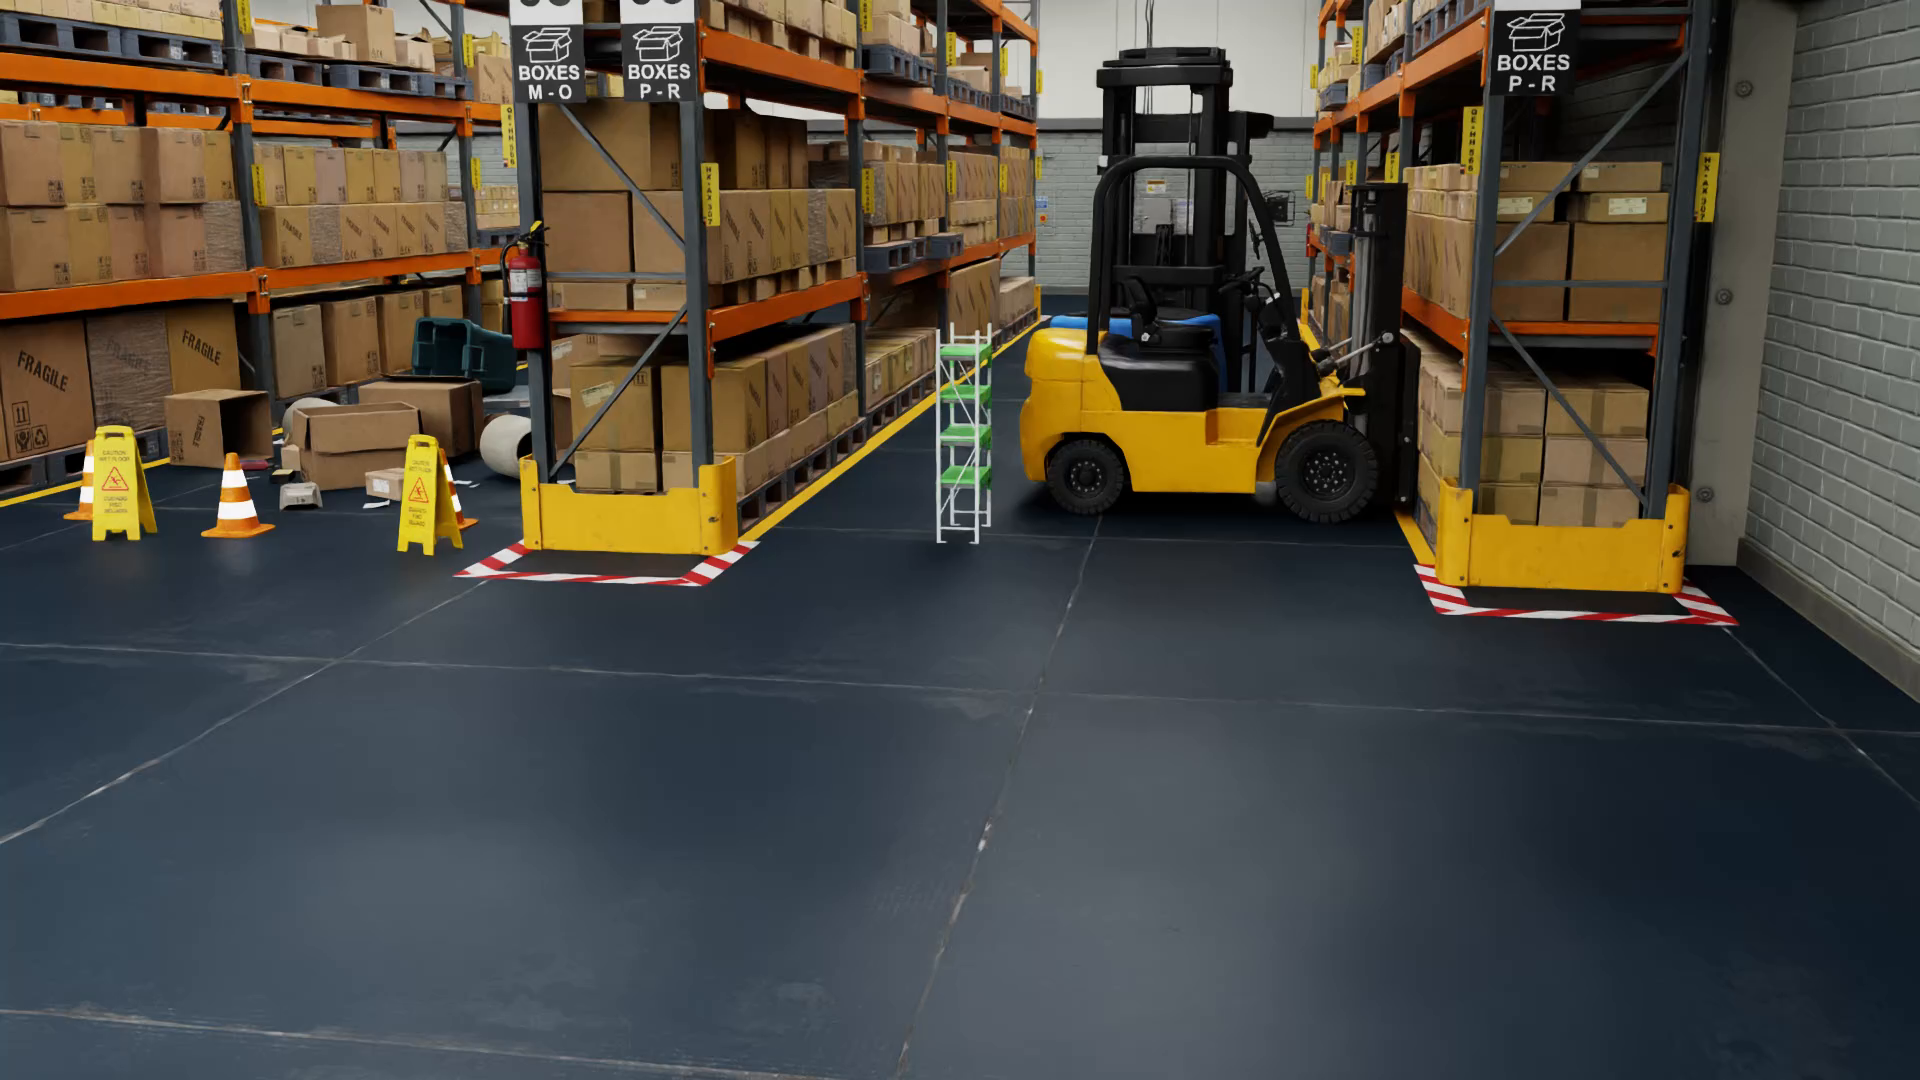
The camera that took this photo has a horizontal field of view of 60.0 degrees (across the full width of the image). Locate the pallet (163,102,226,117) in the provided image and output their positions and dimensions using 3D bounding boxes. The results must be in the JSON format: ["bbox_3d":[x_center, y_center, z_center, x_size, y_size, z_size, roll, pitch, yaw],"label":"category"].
[{"bbox_3d":[-9.895,-5.417,20.845,0.805,0.209,1.217,1,12,6],"label":"pallet"}]

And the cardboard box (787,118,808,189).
[{"bbox_3d":[-1.523,-2.849,12.277,0.700,0.500,0.500,2,12,8],"label":"cardboard box"}]

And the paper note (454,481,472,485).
[{"bbox_3d":[-3.399,-0.394,11.278,0.148,0.019,0.142,7,14,28],"label":"paper note"}]

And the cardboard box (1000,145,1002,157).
[{"bbox_3d":[0.317,-4.882,20.876,0.380,0.149,0.250,2,12,9],"label":"cardboard box"}]

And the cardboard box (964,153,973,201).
[{"bbox_3d":[-0.147,-3.927,17.982,0.500,0.500,0.500,2,12,10],"label":"cardboard box"}]

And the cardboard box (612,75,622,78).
[{"bbox_3d":[-4.559,-5.996,21.299,0.380,0.149,0.250,1,12,6],"label":"cardboard box"}]

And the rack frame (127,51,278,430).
[{"bbox_3d":[-6.148,-2.390,13.464,1.000,3.000,0.127,2,12,9],"label":"rack frame"}]

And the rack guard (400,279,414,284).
[{"bbox_3d":[-9.184,-3.853,26.185,1.175,0.500,0.348,2,12,9],"label":"rack guard"}]

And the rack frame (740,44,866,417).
[{"bbox_3d":[-1.241,-2.251,12.817,1.000,3.000,0.127,2,12,9],"label":"rack frame"}]

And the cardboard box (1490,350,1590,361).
[{"bbox_3d":[3.556,-1.016,10.245,0.500,0.250,0.500,2,12,8],"label":"cardboard box"}]

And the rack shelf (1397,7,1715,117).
[{"bbox_3d":[3.356,-2.789,9.902,1.077,0.370,4.000,2,12,9],"label":"rack shelf"}]

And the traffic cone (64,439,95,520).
[{"bbox_3d":[-5.278,-0.382,10.167,0.336,0.463,0.334,2,12,9],"label":"traffic cone"}]

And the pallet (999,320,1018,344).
[{"bbox_3d":[0.183,-2.709,21.561,1.003,0.211,1.213,2,12,9],"label":"pallet"}]

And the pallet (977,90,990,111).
[{"bbox_3d":[-0.103,-5.096,19.356,0.805,0.209,1.217,1,12,6],"label":"pallet"}]

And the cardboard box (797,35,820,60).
[{"bbox_3d":[-1.161,-3.305,11.185,0.380,0.149,0.250,2,12,10],"label":"cardboard box"}]

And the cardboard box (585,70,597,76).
[{"bbox_3d":[-4.634,-5.940,21.041,0.380,0.149,0.250,2,12,8],"label":"cardboard box"}]

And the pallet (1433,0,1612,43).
[{"bbox_3d":[3.368,-3.082,9.765,1.003,0.211,1.213,2,12,9],"label":"pallet"}]

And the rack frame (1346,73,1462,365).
[{"bbox_3d":[4.279,-2.923,15.938,1.000,3.000,0.127,2,12,9],"label":"rack frame"}]

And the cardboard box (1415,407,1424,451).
[{"bbox_3d":[2.961,-0.687,9.905,0.500,0.250,0.500,2,12,7],"label":"cardboard box"}]

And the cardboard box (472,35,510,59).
[{"bbox_3d":[-5.119,-5.349,18.020,0.396,0.266,0.258,2,12,9],"label":"cardboard box"}]

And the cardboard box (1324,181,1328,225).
[{"bbox_3d":[4.599,-3.917,19.313,0.700,0.500,0.500,2,12,10],"label":"cardboard box"}]

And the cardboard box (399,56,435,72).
[{"bbox_3d":[-5.408,-4.697,16.370,0.380,0.166,0.250,2,12,9],"label":"cardboard box"}]

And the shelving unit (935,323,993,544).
[{"bbox_3d":[0.025,-0.621,9.527,0.258,1.200,0.503,2,12,9],"label":"shelving unit"}]

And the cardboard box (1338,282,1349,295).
[{"bbox_3d":[4.610,-2.930,19.367,0.380,0.149,0.250,2,12,7],"label":"cardboard box"}]

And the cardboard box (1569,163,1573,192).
[{"bbox_3d":[3.412,-1.941,8.898,0.380,0.149,0.250,2,12,10],"label":"cardboard box"}]

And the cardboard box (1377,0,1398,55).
[{"bbox_3d":[3.770,-4.338,13.910,0.500,0.500,0.500,2,12,10],"label":"cardboard box"}]

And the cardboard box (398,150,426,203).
[{"bbox_3d":[-5.688,-3.562,16.291,0.700,0.500,0.500,2,12,8],"label":"cardboard box"}]

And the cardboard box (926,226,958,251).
[{"bbox_3d":[-0.302,-3.104,17.131,0.500,0.250,0.500,2,12,8],"label":"cardboard box"}]

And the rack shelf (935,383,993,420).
[{"bbox_3d":[0.025,-0.793,9.490,0.258,0.148,0.480,2,12,9],"label":"rack shelf"}]

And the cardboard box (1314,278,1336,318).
[{"bbox_3d":[5.152,-3.271,22.488,0.700,0.500,0.500,2,12,11],"label":"cardboard box"}]

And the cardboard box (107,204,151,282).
[{"bbox_3d":[-6.455,-2.162,12.051,0.875,0.550,0.550,2,12,9],"label":"cardboard box"}]

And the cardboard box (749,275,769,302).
[{"bbox_3d":[-1.370,-1.516,10.005,0.380,0.149,0.250,2,12,10],"label":"cardboard box"}]

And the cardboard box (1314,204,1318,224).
[{"bbox_3d":[5.021,-4.364,22.275,0.500,0.250,0.500,2,12,8],"label":"cardboard box"}]

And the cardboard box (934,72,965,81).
[{"bbox_3d":[-0.154,-5.075,18.360,0.380,0.166,0.250,3,13,13],"label":"cardboard box"}]

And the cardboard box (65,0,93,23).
[{"bbox_3d":[-6.122,-3.584,11.245,0.380,0.149,0.250,2,12,8],"label":"cardboard box"}]

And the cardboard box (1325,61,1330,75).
[{"bbox_3d":[4.415,-5.451,19.203,0.380,0.149,0.250,2,12,10],"label":"cardboard box"}]

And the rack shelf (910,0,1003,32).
[{"bbox_3d":[-0.319,-5.885,18.098,1.077,0.370,4.000,2,12,9],"label":"rack shelf"}]

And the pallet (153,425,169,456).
[{"bbox_3d":[-6.342,-0.871,13.035,1.003,0.211,1.213,2,12,9],"label":"pallet"}]

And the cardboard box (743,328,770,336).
[{"bbox_3d":[-1.670,-1.253,11.935,0.500,0.500,0.500,2,12,11],"label":"cardboard box"}]

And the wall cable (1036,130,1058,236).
[{"bbox_3d":[1.448,-6.435,29.748,0.585,1.953,0.123,2,12,9],"label":"wall cable"}]

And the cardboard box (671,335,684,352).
[{"bbox_3d":[-1.959,-1.269,10.471,0.380,0.149,0.250,2,12,10],"label":"cardboard box"}]

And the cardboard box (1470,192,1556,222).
[{"bbox_3d":[2.825,-1.705,8.509,0.380,0.149,0.250,2,12,9],"label":"cardboard box"}]

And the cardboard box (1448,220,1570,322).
[{"bbox_3d":[2.865,-1.418,8.715,0.500,0.500,0.500,2,12,7],"label":"cardboard box"}]

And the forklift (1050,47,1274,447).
[{"bbox_3d":[1.711,-2.188,12.689,1.130,2.935,3.031,6,13,25],"label":"forklift"}]

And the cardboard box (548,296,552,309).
[{"bbox_3d":[-5.024,-2.557,19.174,0.500,0.500,0.500,2,12,7],"label":"cardboard box"}]

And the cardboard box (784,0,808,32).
[{"bbox_3d":[-1.276,-3.371,10.547,0.500,0.250,0.500,2,12,10],"label":"cardboard box"}]

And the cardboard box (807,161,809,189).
[{"bbox_3d":[-1.397,-2.754,13.212,0.500,0.500,0.500,2,12,8],"label":"cardboard box"}]

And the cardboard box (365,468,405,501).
[{"bbox_3d":[-3.651,-0.363,10.823,0.380,0.149,0.250,10,15,38],"label":"cardboard box"}]

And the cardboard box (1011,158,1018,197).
[{"bbox_3d":[0.475,-4.756,21.832,0.500,0.500,0.500,2,12,10],"label":"cardboard box"}]

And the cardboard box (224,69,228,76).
[{"bbox_3d":[-9.742,-6.171,22.418,0.700,0.500,0.500,1,12,5],"label":"cardboard box"}]

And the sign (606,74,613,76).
[{"bbox_3d":[-4.369,-5.950,20.699,0.100,0.325,0.005,2,12,9],"label":"sign"}]

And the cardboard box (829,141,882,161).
[{"bbox_3d":[-0.820,-3.054,13.064,0.380,0.149,0.250,2,12,8],"label":"cardboard box"}]

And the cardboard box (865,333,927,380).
[{"bbox_3d":[-0.829,-1.733,15.655,0.950,0.372,0.625,2,12,8],"label":"cardboard box"}]

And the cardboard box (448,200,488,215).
[{"bbox_3d":[-5.260,-3.545,17.715,0.380,0.149,0.250,2,12,11],"label":"cardboard box"}]

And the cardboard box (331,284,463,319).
[{"bbox_3d":[-5.715,-2.204,16.945,1.050,0.750,0.750,2,12,8],"label":"cardboard box"}]

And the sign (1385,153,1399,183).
[{"bbox_3d":[3.126,-2.634,12.033,0.100,0.325,0.005,2,12,9],"label":"sign"}]
